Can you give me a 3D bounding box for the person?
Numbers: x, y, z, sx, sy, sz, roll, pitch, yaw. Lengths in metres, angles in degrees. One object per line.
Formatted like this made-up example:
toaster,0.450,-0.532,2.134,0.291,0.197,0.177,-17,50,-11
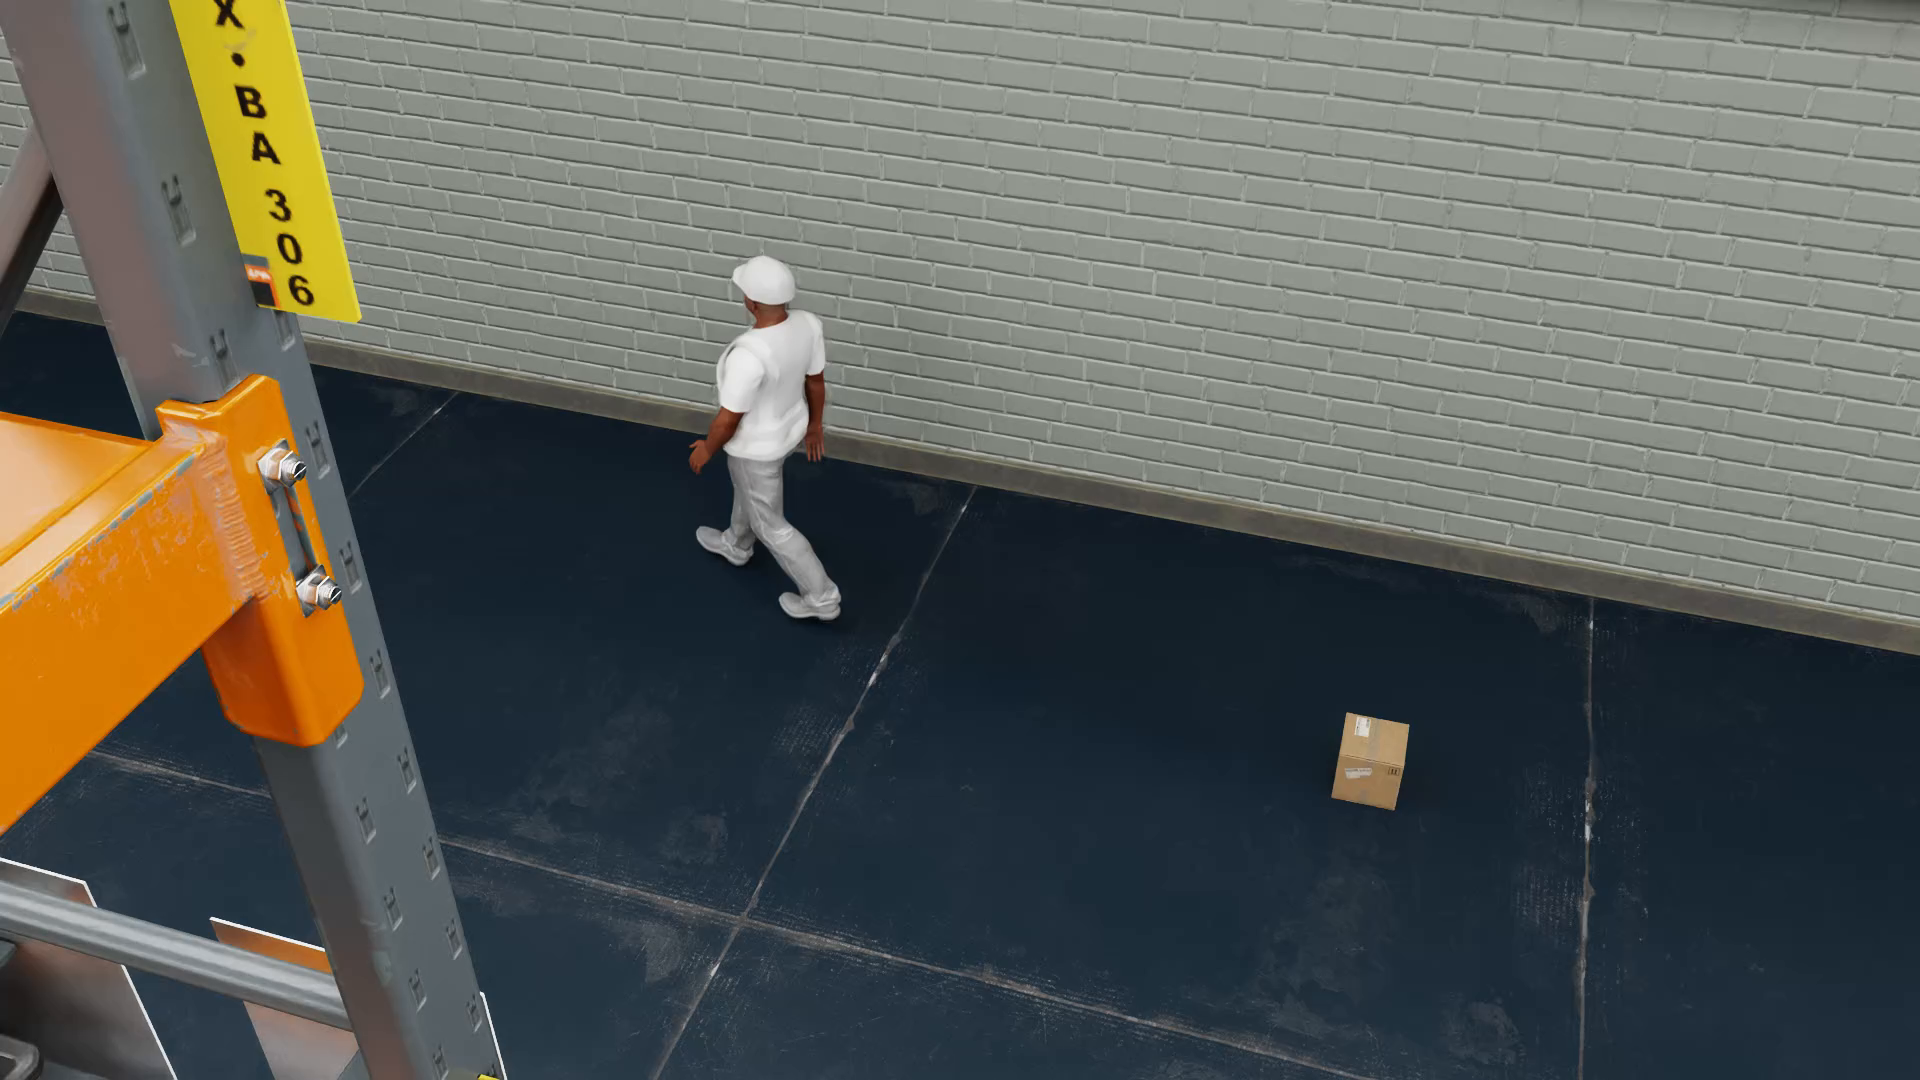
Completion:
person,-0.912,-0.472,7.264,0.937,1.732,0.569,16,40,21
